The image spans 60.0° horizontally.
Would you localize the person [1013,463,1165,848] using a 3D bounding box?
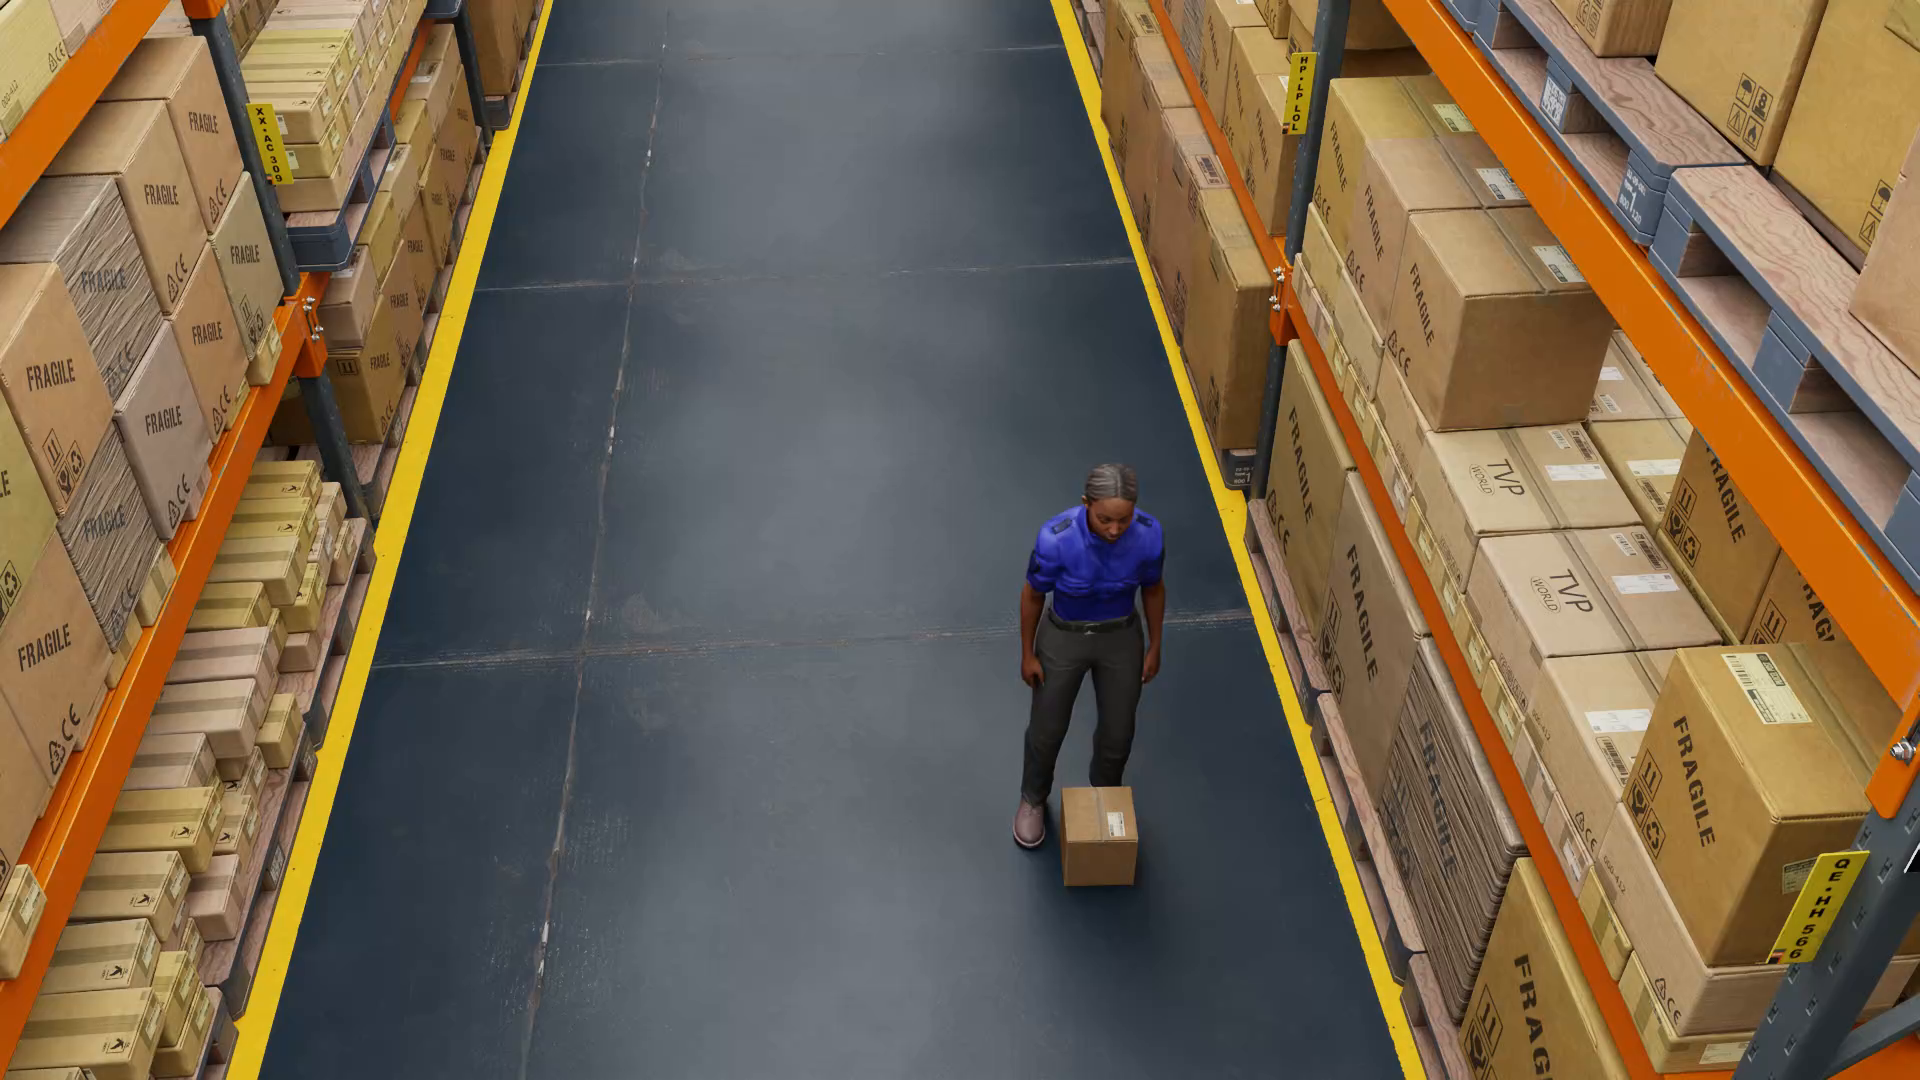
[{"bbox_3d":[0.442,0.376,5.700,0.512,1.654,0.351,-3,39,-4],"label":"person"}]
